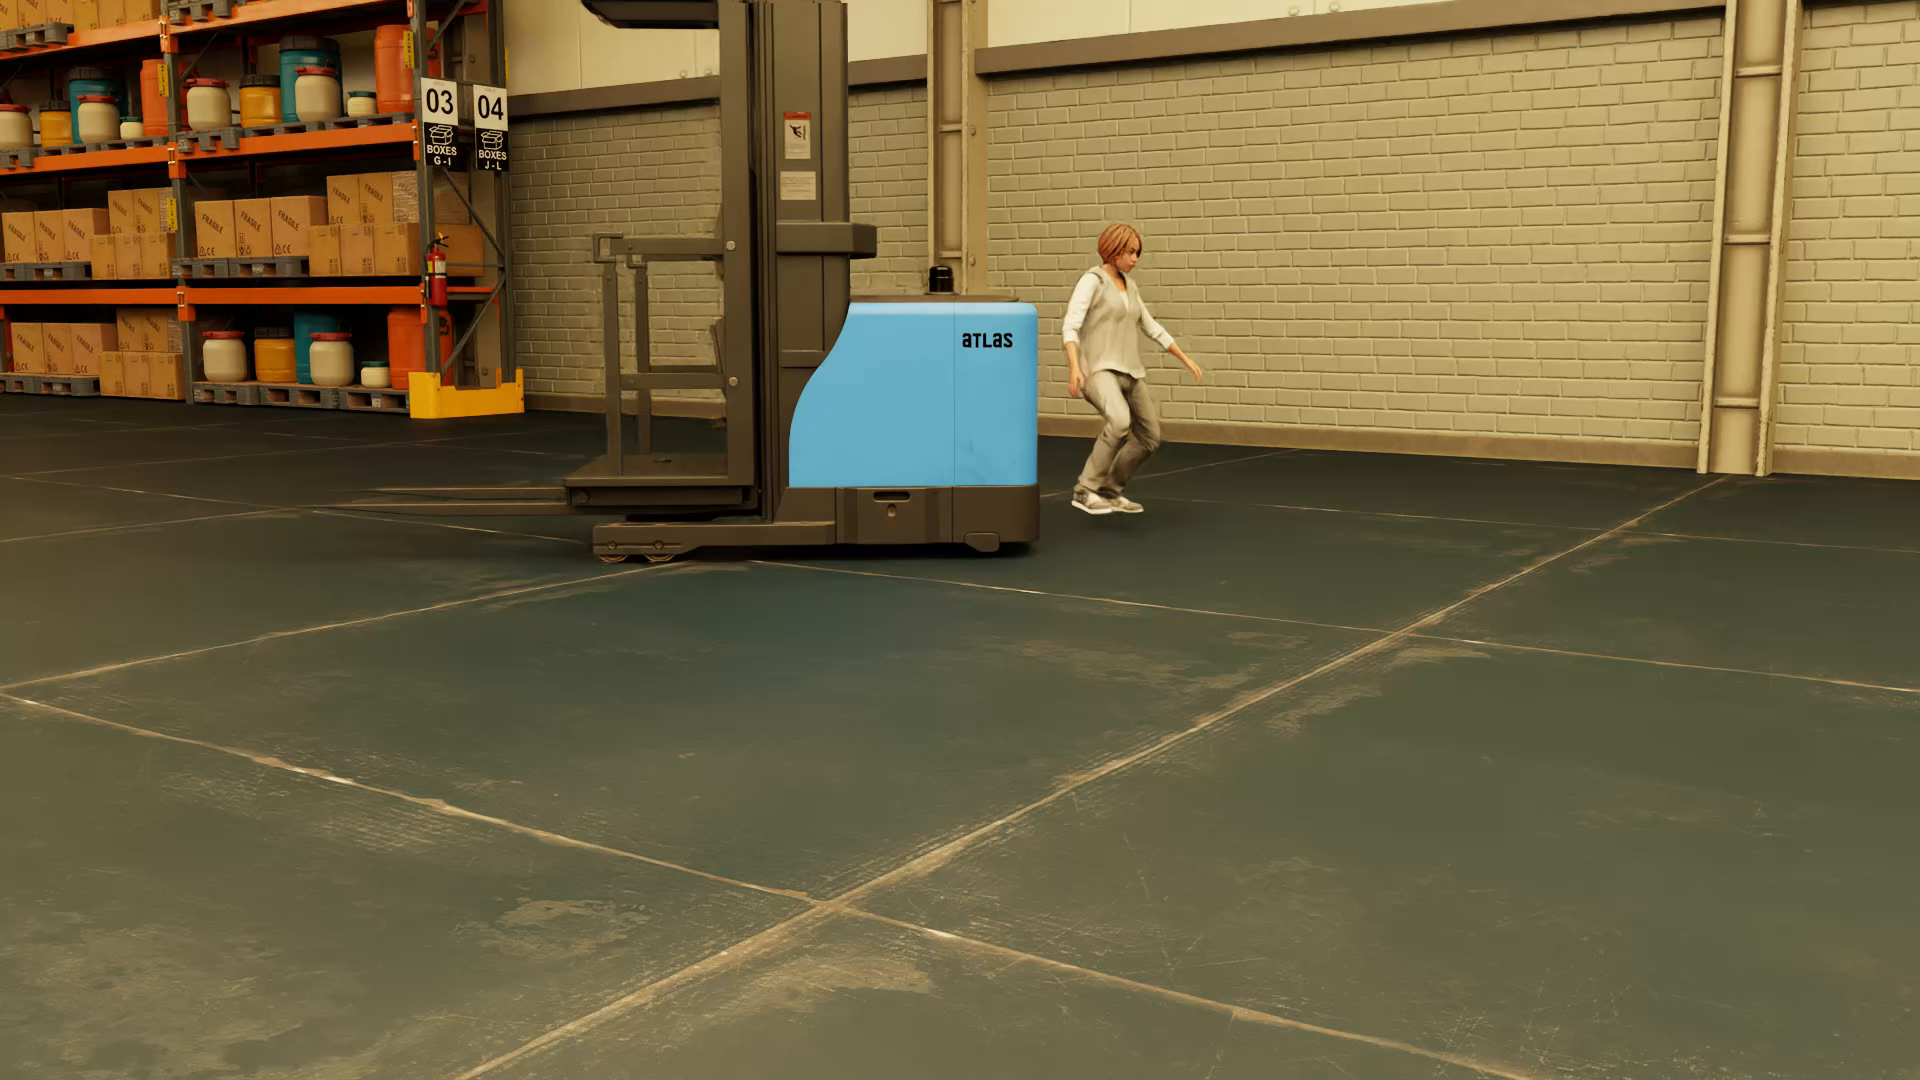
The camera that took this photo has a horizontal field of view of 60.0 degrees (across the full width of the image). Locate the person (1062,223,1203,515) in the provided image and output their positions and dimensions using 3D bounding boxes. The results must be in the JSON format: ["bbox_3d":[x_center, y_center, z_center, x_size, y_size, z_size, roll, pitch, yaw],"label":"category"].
[{"bbox_3d":[0.796,-0.821,8.279,0.814,1.473,0.618,-8,11,-43],"label":"person"}]

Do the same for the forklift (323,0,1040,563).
[{"bbox_3d":[-1.197,-1.432,7.261,3.031,2.935,1.130,0,8,-3],"label":"forklift"}]
